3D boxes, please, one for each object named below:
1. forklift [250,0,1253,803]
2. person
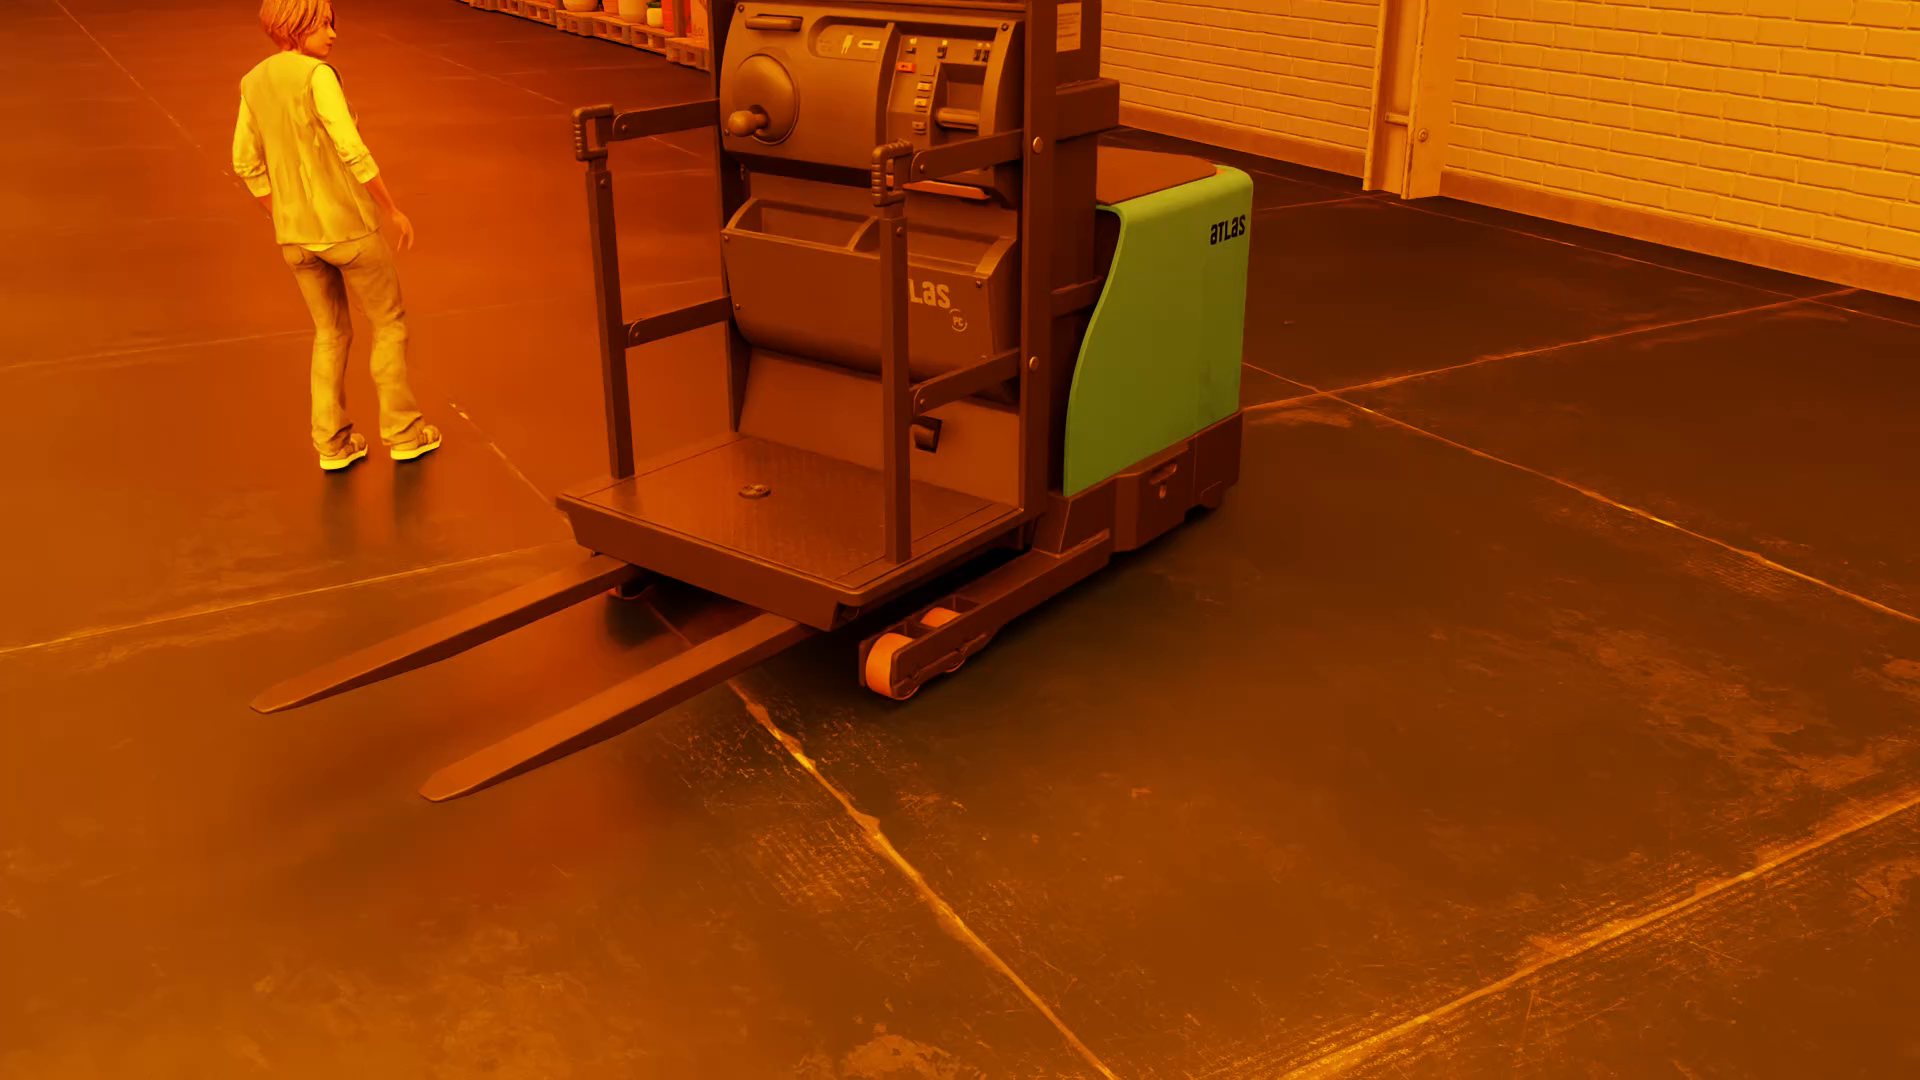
[{"bbox_3d":[-0.383,-1.166,4.115,1.130,2.935,3.031,16,27,34],"label":"forklift"},{"bbox_3d":[-2.078,-1.026,5.558,0.618,1.583,0.449,8,23,18],"label":"person"}]
